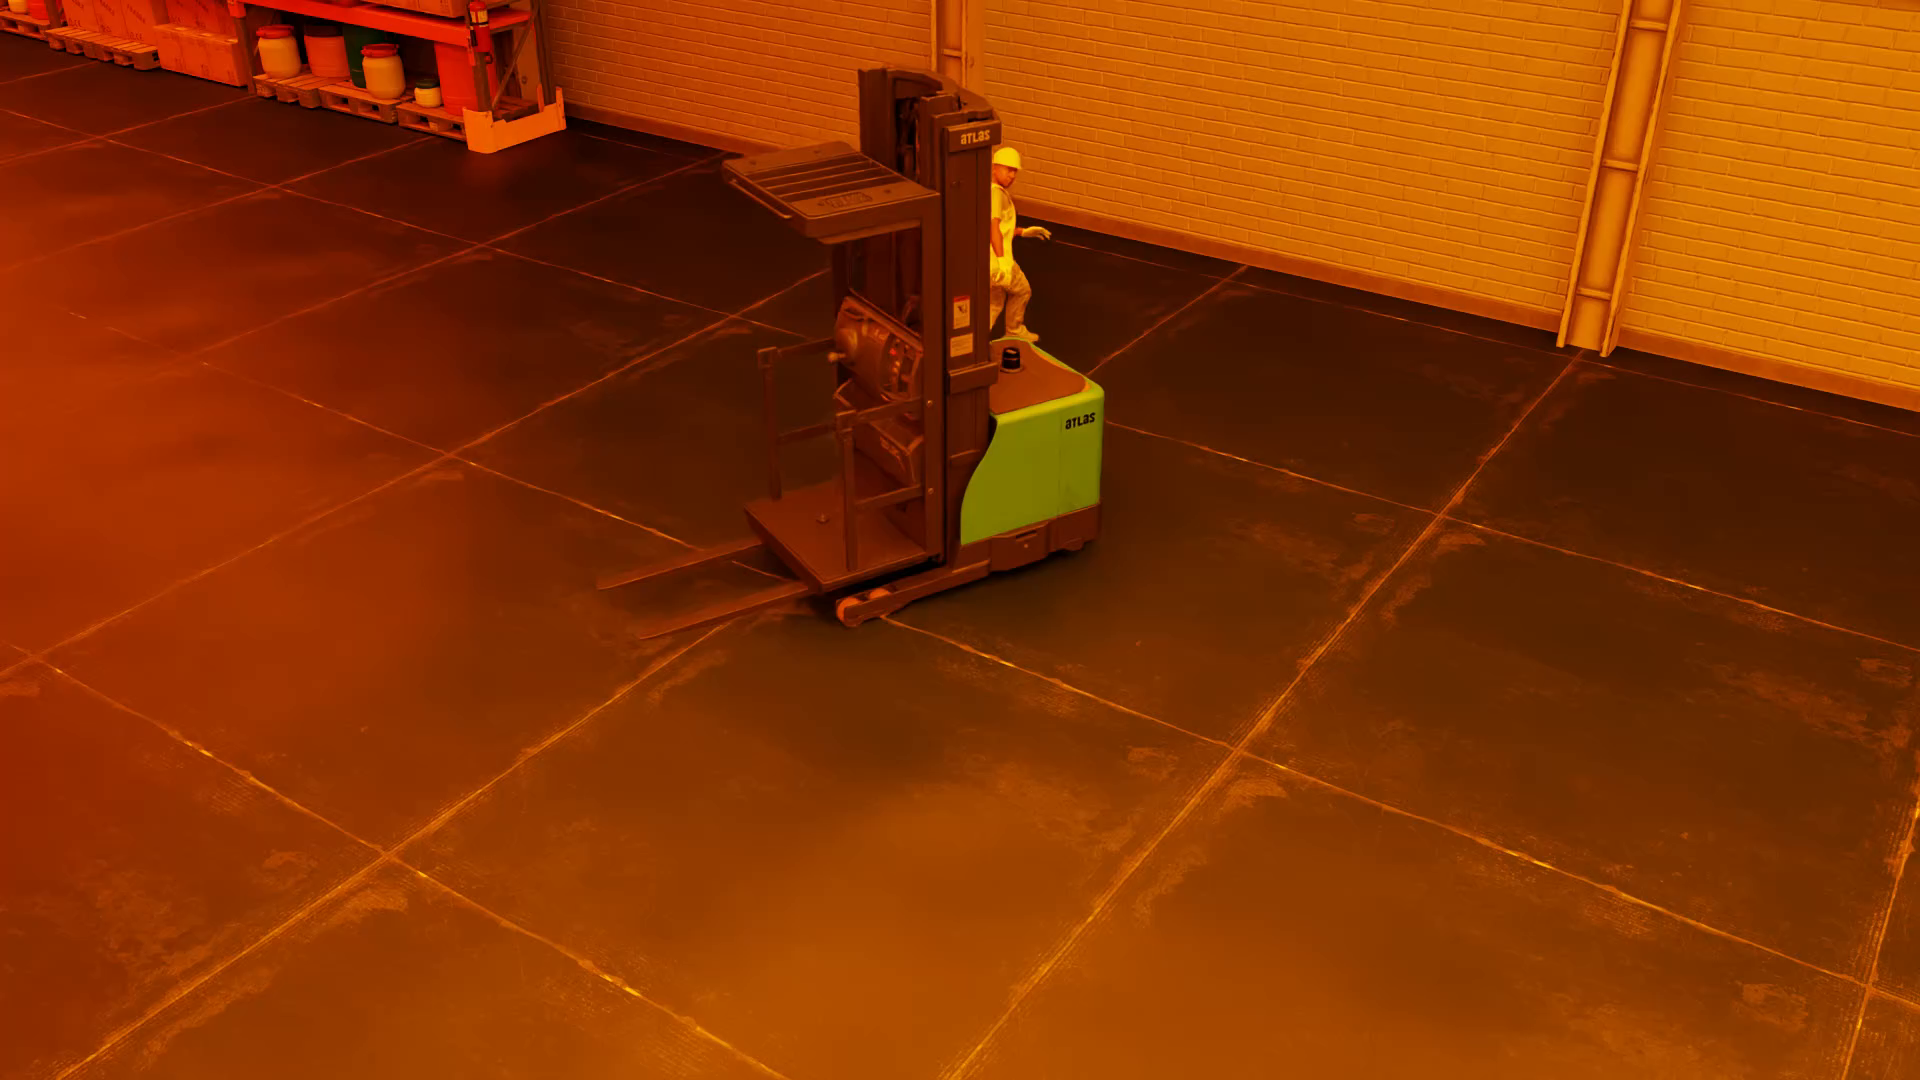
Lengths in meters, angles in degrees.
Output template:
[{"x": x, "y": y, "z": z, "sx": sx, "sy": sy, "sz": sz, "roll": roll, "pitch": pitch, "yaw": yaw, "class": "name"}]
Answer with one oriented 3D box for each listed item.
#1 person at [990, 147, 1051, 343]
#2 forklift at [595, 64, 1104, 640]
[{"x": 0.411, "y": -2.130, "z": 12.561, "sx": 0.810, "sy": 1.613, "sz": 0.807, "roll": -18, "pitch": 35, "yaw": -28, "class": "person"}, {"x": -0.647, "y": -1.067, "z": 9.418, "sx": 3.031, "sy": 2.935, "sz": 1.130, "roll": -17, "pitch": 34, "yaw": -27, "class": "forklift"}]
